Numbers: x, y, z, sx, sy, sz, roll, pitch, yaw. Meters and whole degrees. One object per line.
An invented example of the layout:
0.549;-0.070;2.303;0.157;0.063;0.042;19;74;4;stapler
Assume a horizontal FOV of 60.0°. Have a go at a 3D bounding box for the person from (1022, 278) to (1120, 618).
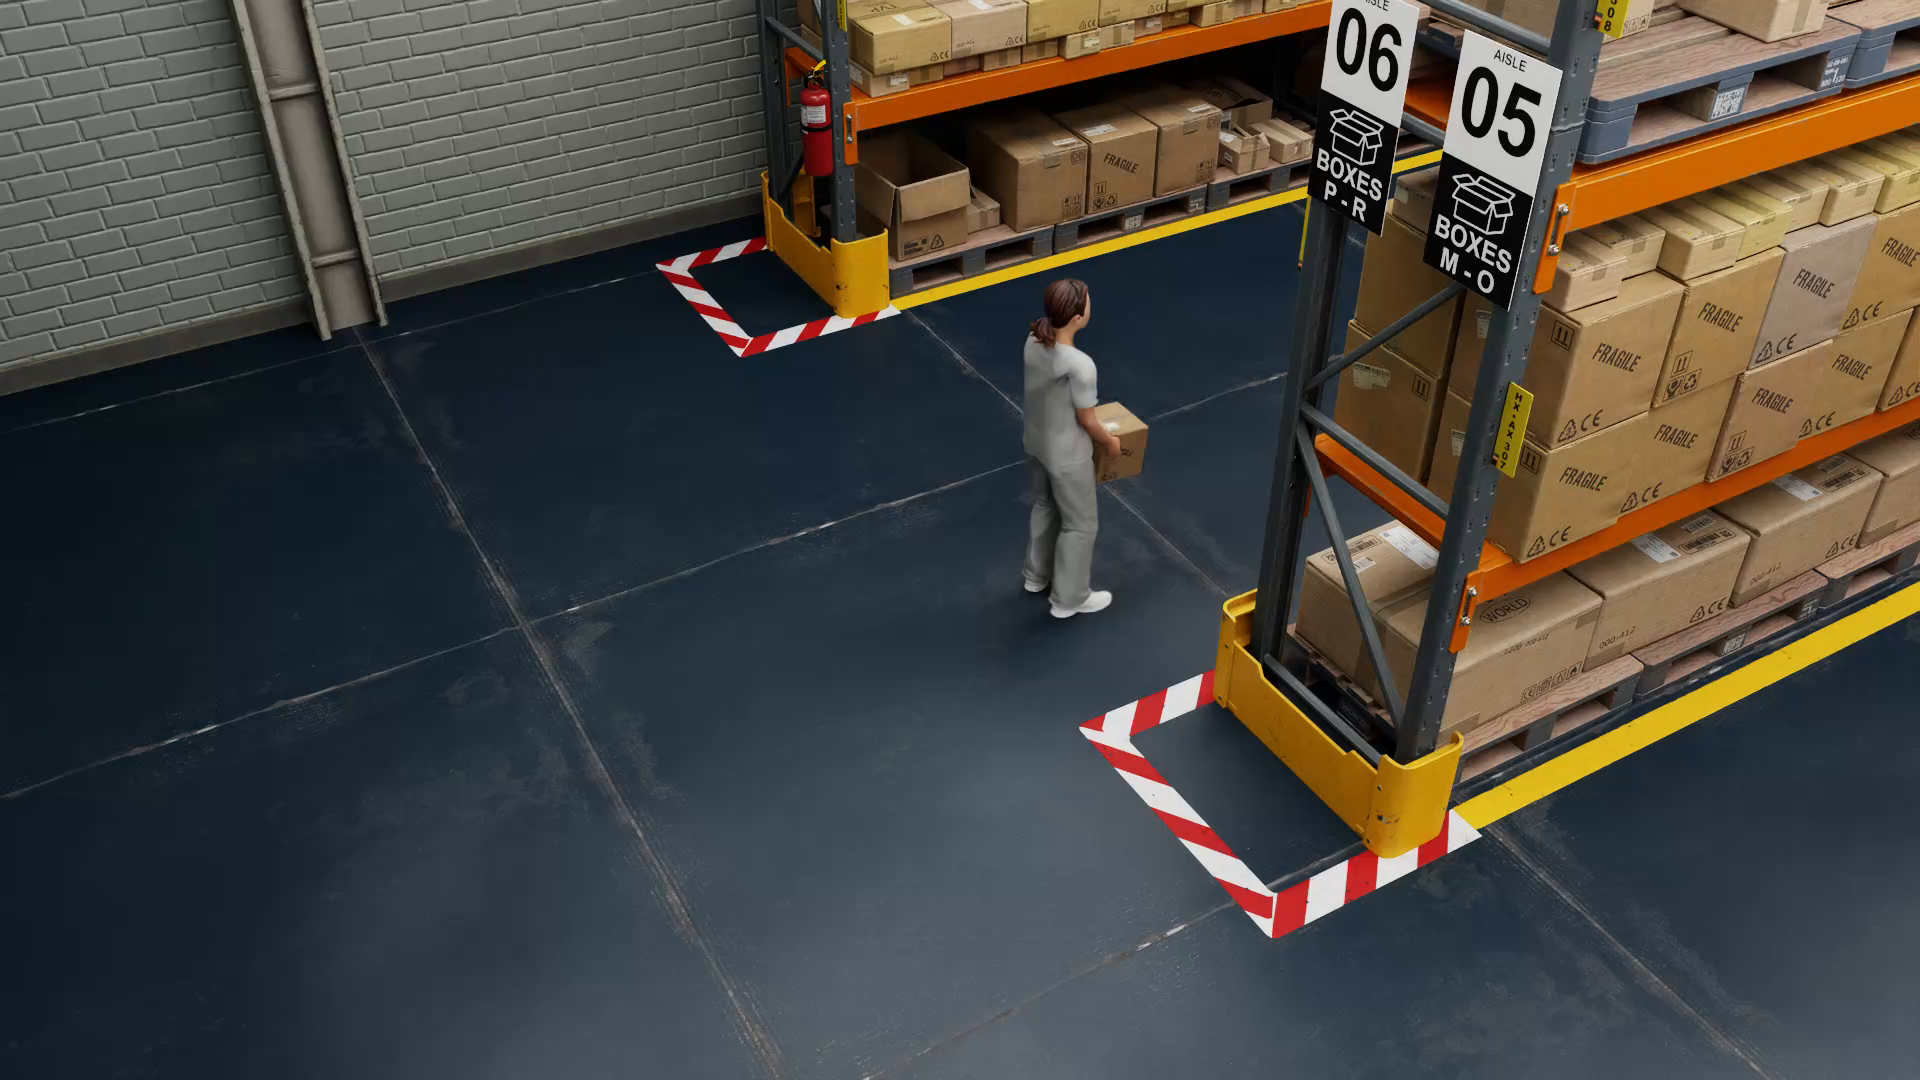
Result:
0.479;-0.422;7.487;0.412;1.676;0.466;-20;41;-24;person
